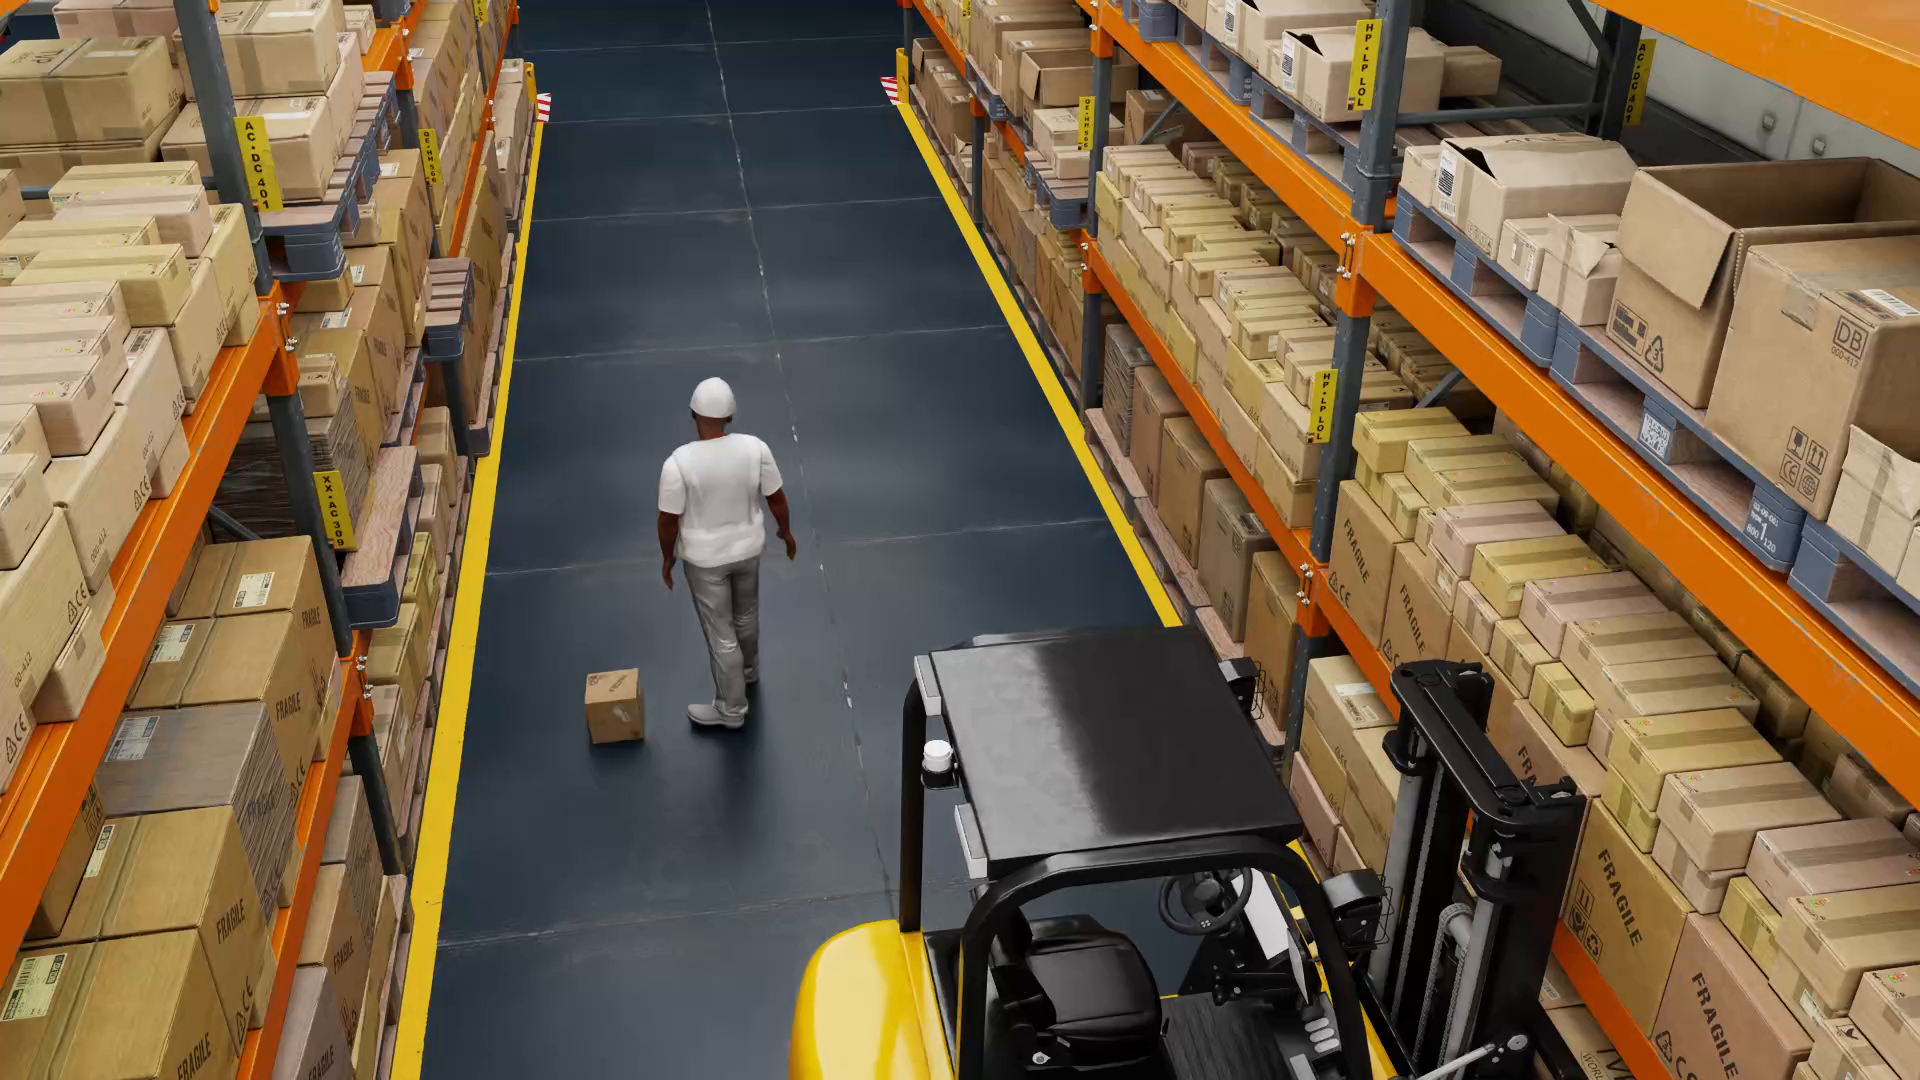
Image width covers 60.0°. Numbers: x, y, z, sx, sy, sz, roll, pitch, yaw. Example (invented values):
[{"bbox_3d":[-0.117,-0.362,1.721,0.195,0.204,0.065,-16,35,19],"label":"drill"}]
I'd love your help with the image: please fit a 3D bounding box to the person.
[{"bbox_3d":[-1.136,0.021,8.066,0.682,1.767,0.635,-17,34,-26],"label":"person"}]
